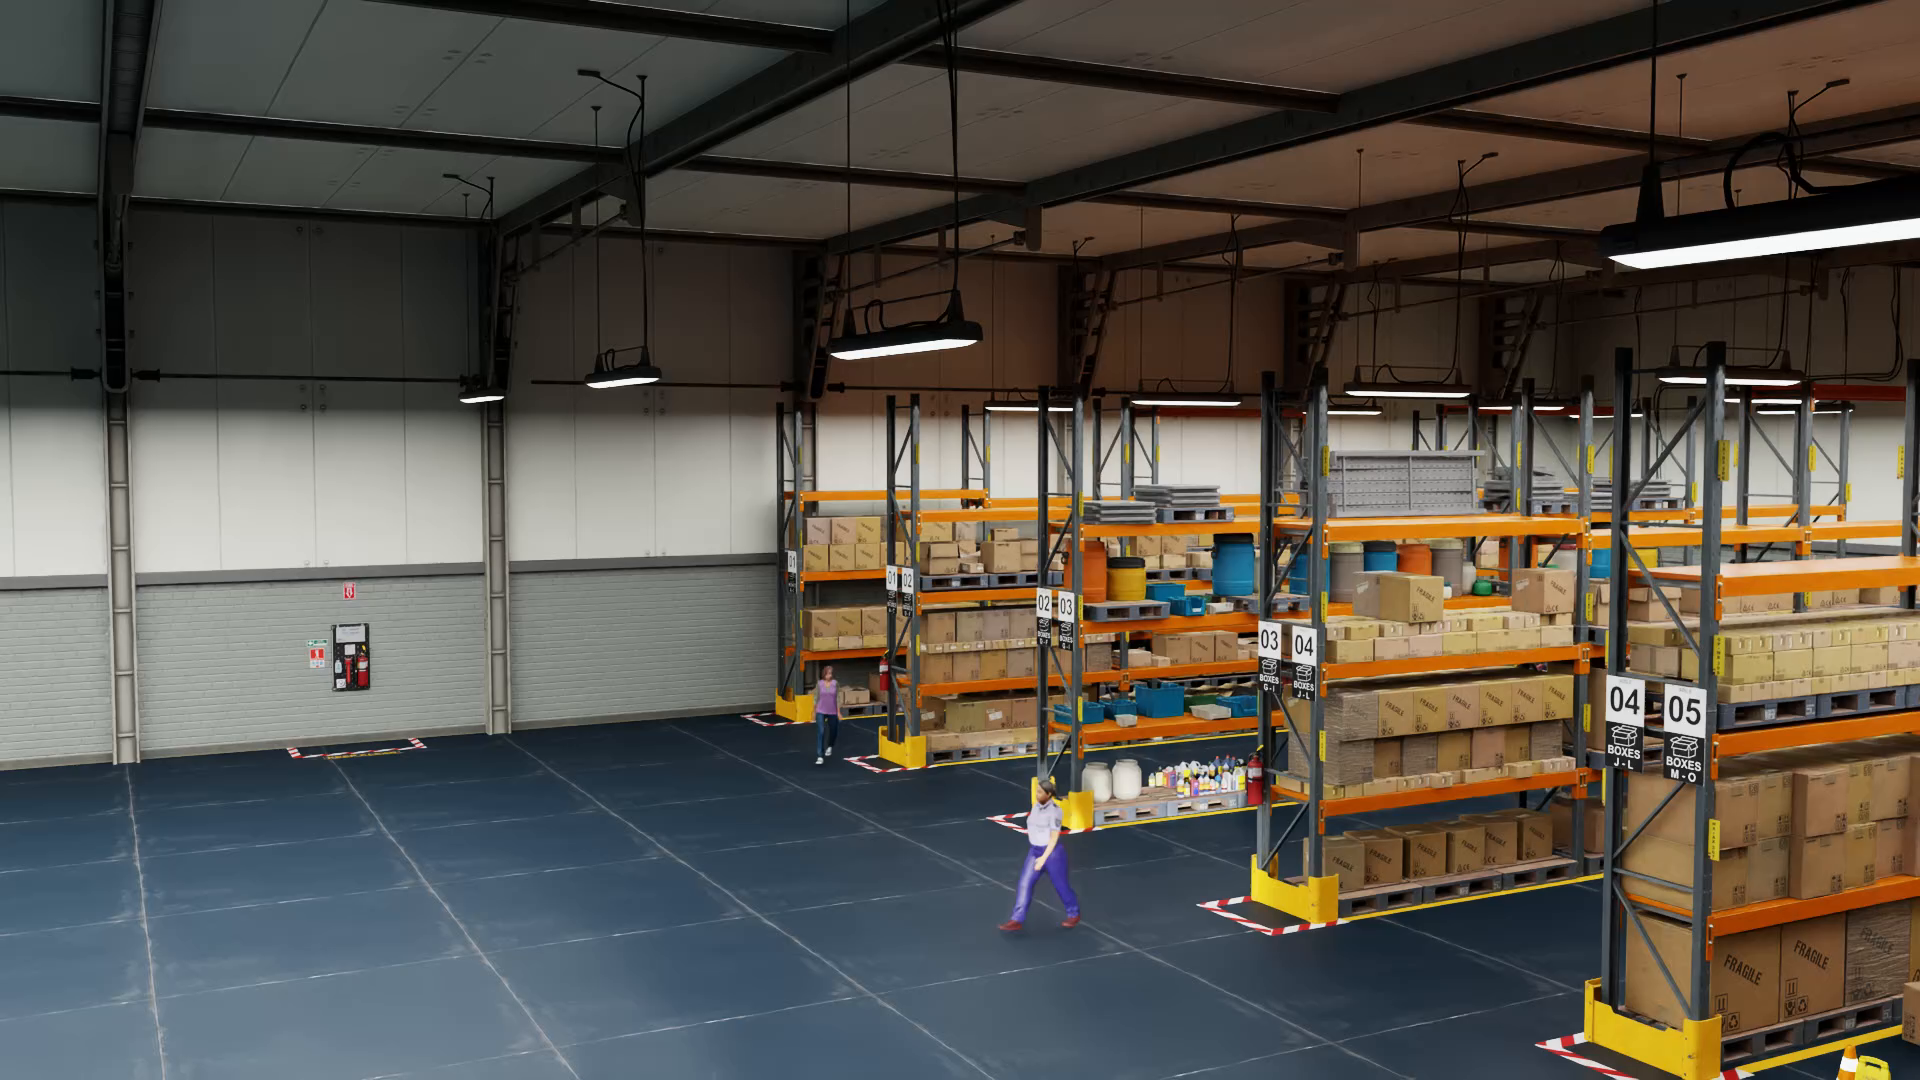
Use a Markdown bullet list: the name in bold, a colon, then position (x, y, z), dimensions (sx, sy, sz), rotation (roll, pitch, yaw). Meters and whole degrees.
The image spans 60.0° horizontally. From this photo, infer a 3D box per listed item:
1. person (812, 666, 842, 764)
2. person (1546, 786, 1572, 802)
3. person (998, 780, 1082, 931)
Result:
- **person**: position (-2.187, 2.840, 27.245), dimensions (0.450, 1.559, 0.729), rotation (-1, 3, -13)
- **person**: position (8.129, 3.053, 22.500), dimensions (0.644, 1.682, 0.725), rotation (-1, 3, -18)
- **person**: position (0.871, 3.345, 17.661), dimensions (1.004, 1.592, 0.498), rotation (-3, 4, -39)
